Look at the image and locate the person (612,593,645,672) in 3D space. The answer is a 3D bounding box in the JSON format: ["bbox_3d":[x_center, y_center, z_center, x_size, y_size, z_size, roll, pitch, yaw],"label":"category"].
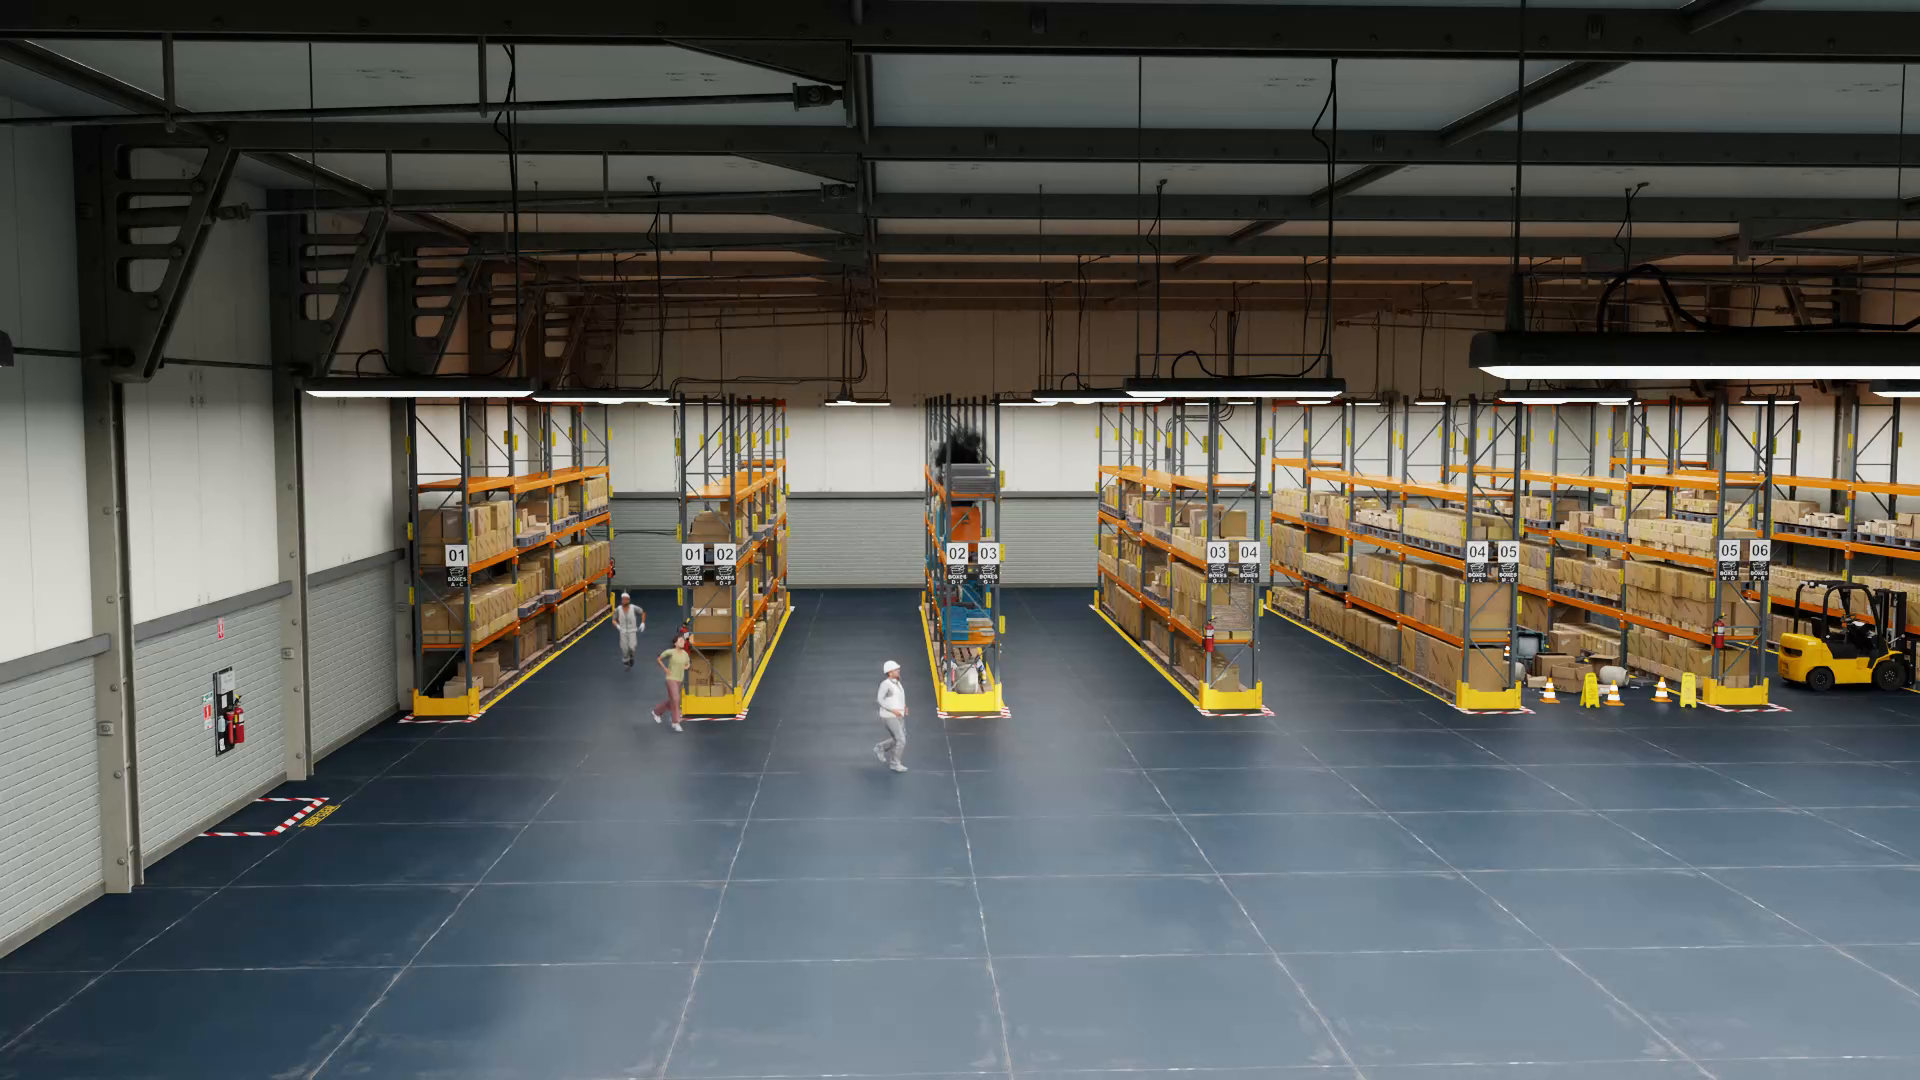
[{"bbox_3d":[-7.172,2.012,35.952,0.693,1.737,0.699,0,5,-5],"label":"person"}]

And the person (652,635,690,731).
[{"bbox_3d":[-5.137,2.547,29.995,0.893,1.683,0.593,4,6,40],"label":"person"}]

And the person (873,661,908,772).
[{"bbox_3d":[-1.120,2.778,26.303,0.618,1.745,0.670,1,5,18],"label":"person"}]
